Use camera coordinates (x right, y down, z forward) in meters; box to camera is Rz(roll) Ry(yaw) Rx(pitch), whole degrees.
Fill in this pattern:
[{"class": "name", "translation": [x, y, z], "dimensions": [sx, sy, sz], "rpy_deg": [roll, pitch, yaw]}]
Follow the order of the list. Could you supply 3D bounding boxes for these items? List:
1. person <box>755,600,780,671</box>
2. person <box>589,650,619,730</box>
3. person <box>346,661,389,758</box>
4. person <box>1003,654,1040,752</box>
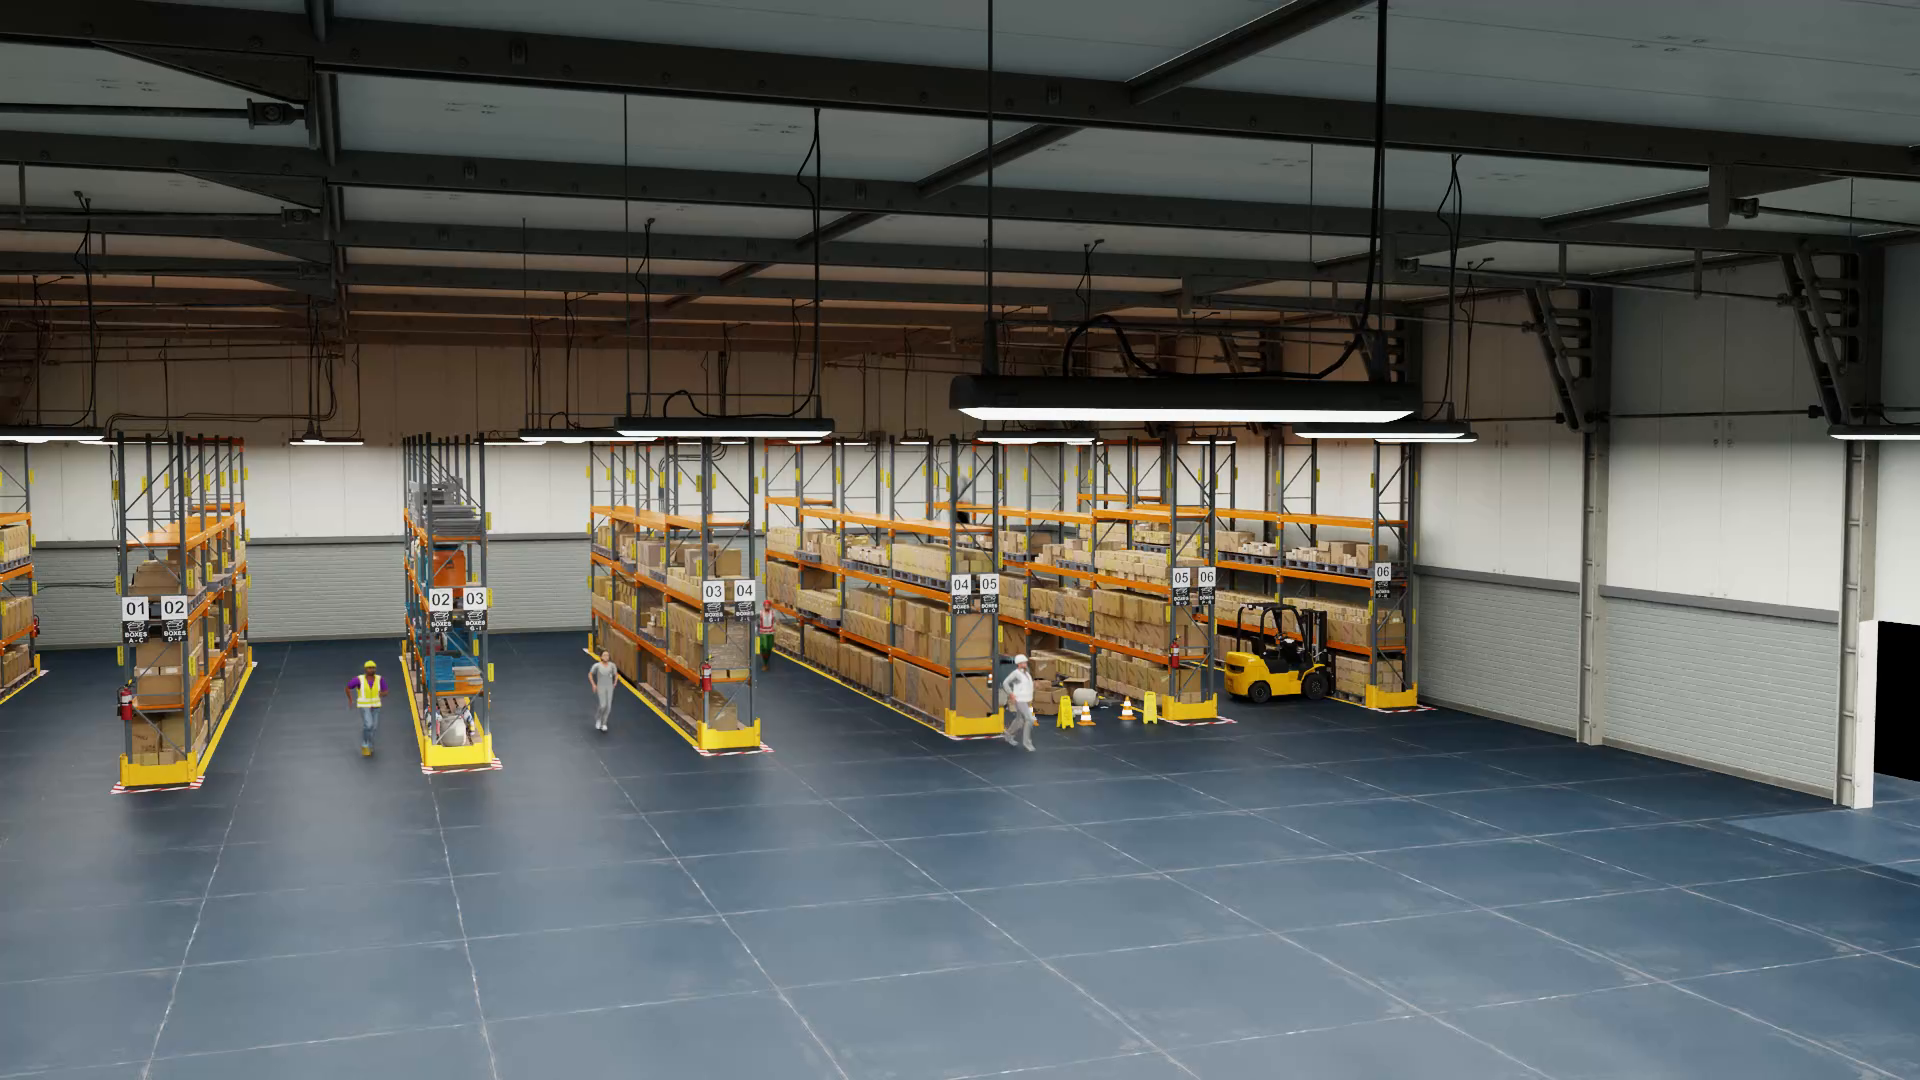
[{"class": "person", "translation": [-4.968, 2.461, 42.936], "dimensions": [0.639, 1.845, 0.783], "rpy_deg": [-1, 3, -19]}, {"class": "person", "translation": [-7.165, 3.034, 33.626], "dimensions": [0.573, 1.637, 0.562], "rpy_deg": [-2, 4, -30]}, {"class": "person", "translation": [-10.954, 3.129, 30.871], "dimensions": [0.685, 1.785, 0.692], "rpy_deg": [-3, 4, -40]}, {"class": "person", "translation": [1.163, 3.089, 31.535], "dimensions": [0.776, 1.838, 0.624], "rpy_deg": [1, 3, 25]}]
